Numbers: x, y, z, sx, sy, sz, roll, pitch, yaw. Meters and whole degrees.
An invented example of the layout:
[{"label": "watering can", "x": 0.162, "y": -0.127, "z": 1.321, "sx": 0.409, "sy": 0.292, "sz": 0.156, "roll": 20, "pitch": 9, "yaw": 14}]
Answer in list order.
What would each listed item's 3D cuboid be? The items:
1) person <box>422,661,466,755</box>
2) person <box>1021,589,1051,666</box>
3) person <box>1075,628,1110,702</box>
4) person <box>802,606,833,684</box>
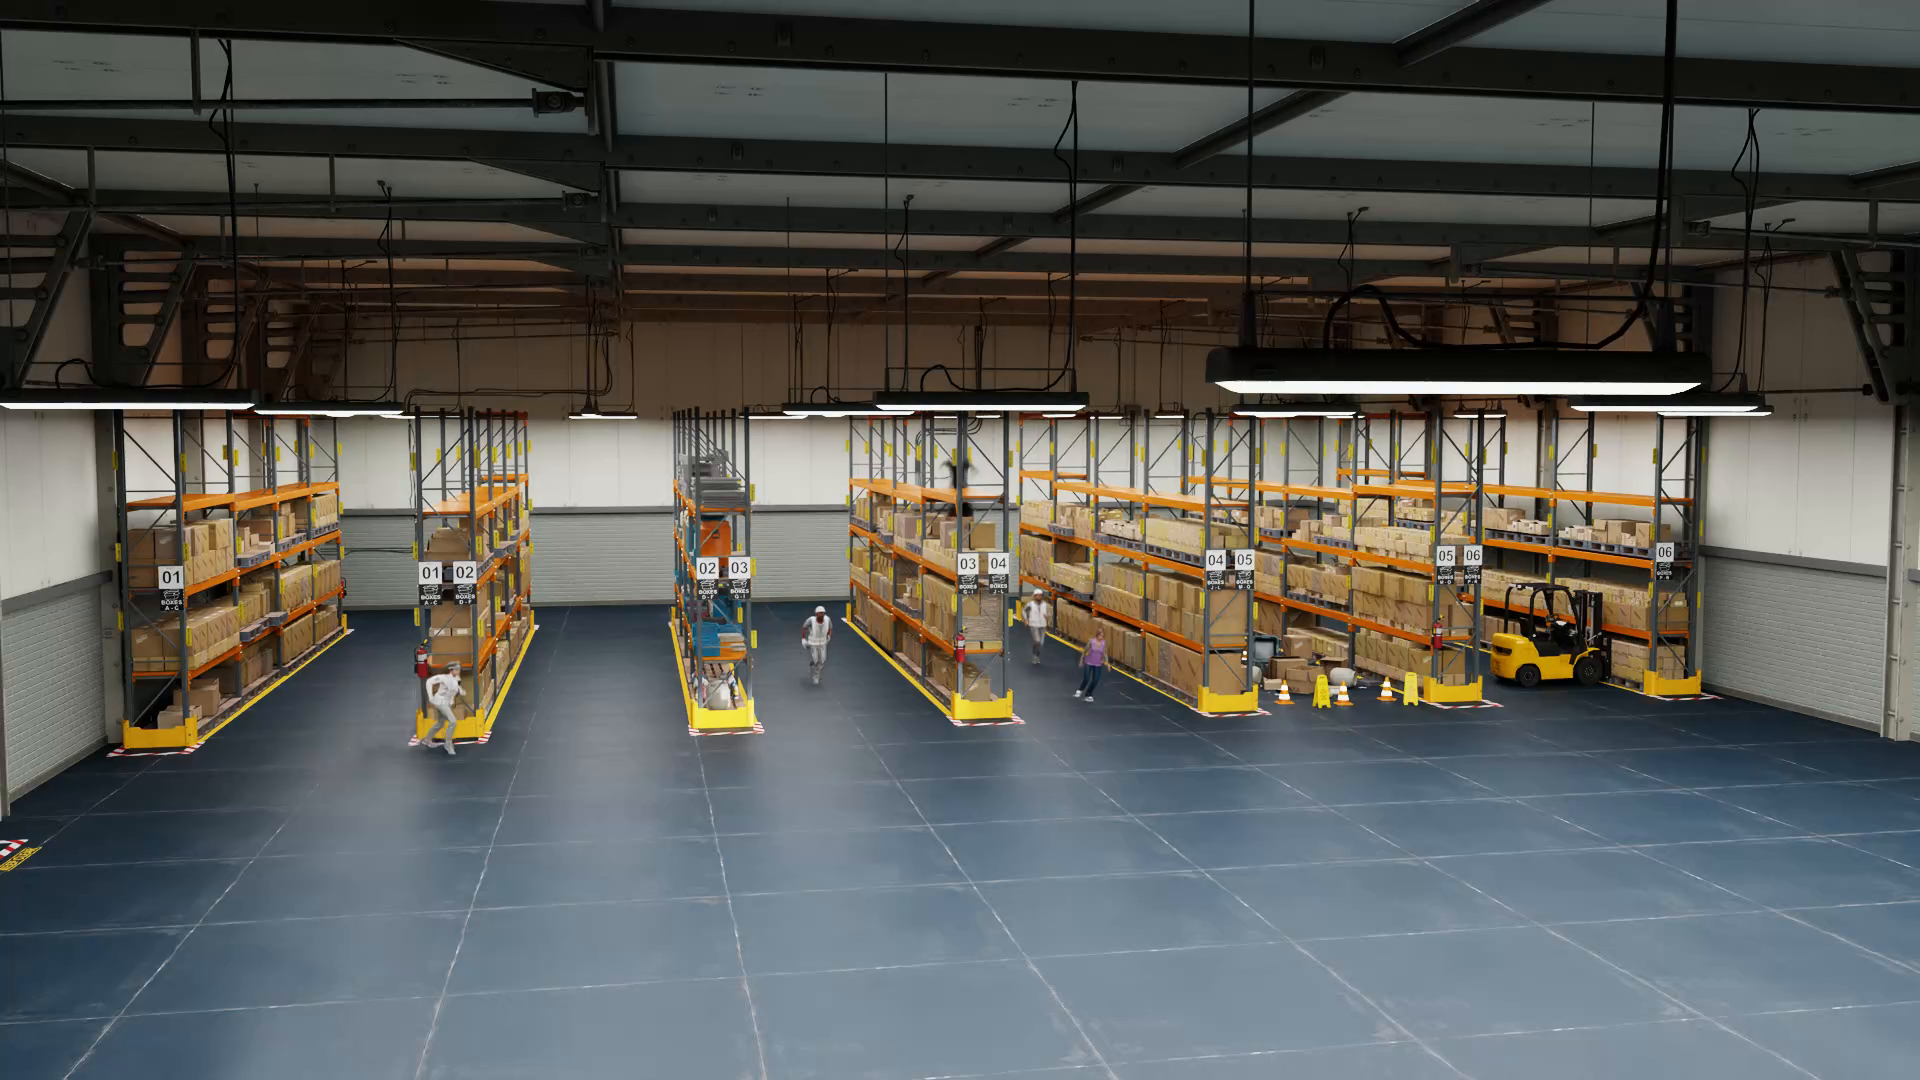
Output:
[{"label": "person", "x": -8.928, "y": 2.900, "z": 28.722, "sx": 0.877, "sy": 1.663, "sz": 0.656, "roll": 2, "pitch": 4, "yaw": 22}, {"label": "person", "x": 1.830, "y": 2.056, "z": 39.222, "sx": 0.612, "sy": 1.799, "sz": 0.725, "roll": -1, "pitch": 4, "yaw": -20}, {"label": "person", "x": 2.704, "y": 2.571, "z": 33.924, "sx": 0.650, "sy": 1.465, "sz": 0.579, "roll": -1, "pitch": 4, "yaw": -12}, {"label": "person", "x": -3.111, "y": 2.284, "z": 36.366, "sx": 0.666, "sy": 1.705, "sz": 0.715, "roll": -2, "pitch": 5, "yaw": -27}]
